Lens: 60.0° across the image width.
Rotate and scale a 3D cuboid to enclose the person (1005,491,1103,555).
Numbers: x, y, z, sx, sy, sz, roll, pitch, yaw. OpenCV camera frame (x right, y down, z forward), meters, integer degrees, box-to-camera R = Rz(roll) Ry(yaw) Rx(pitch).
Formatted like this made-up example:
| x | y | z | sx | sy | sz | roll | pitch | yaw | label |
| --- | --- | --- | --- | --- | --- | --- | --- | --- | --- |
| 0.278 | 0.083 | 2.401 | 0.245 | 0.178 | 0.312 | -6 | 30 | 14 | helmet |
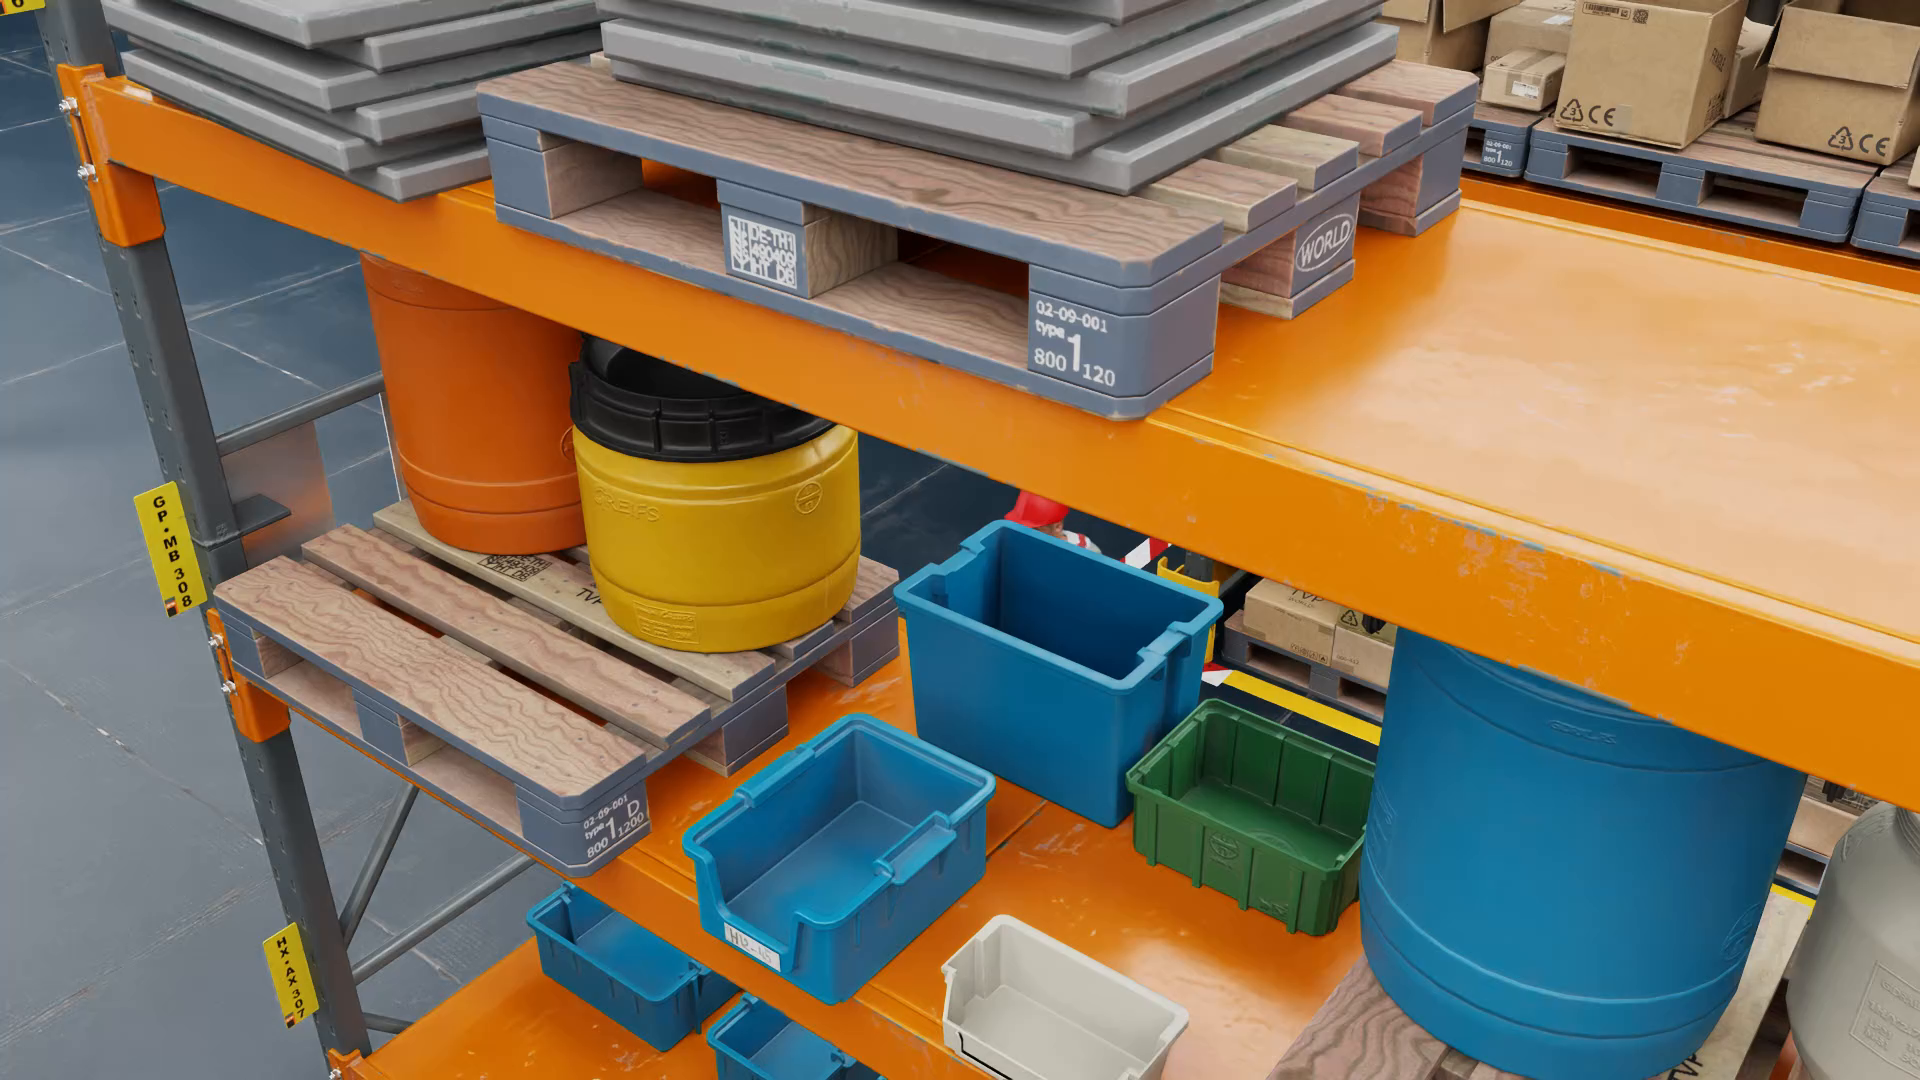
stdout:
| x | y | z | sx | sy | sz | roll | pitch | yaw | label |
| --- | --- | --- | --- | --- | --- | --- | --- | --- | --- |
| 0.357 | 0.534 | 7.172 | 0.618 | 1.765 | 0.895 | -4 | 31 | -7 | person |
